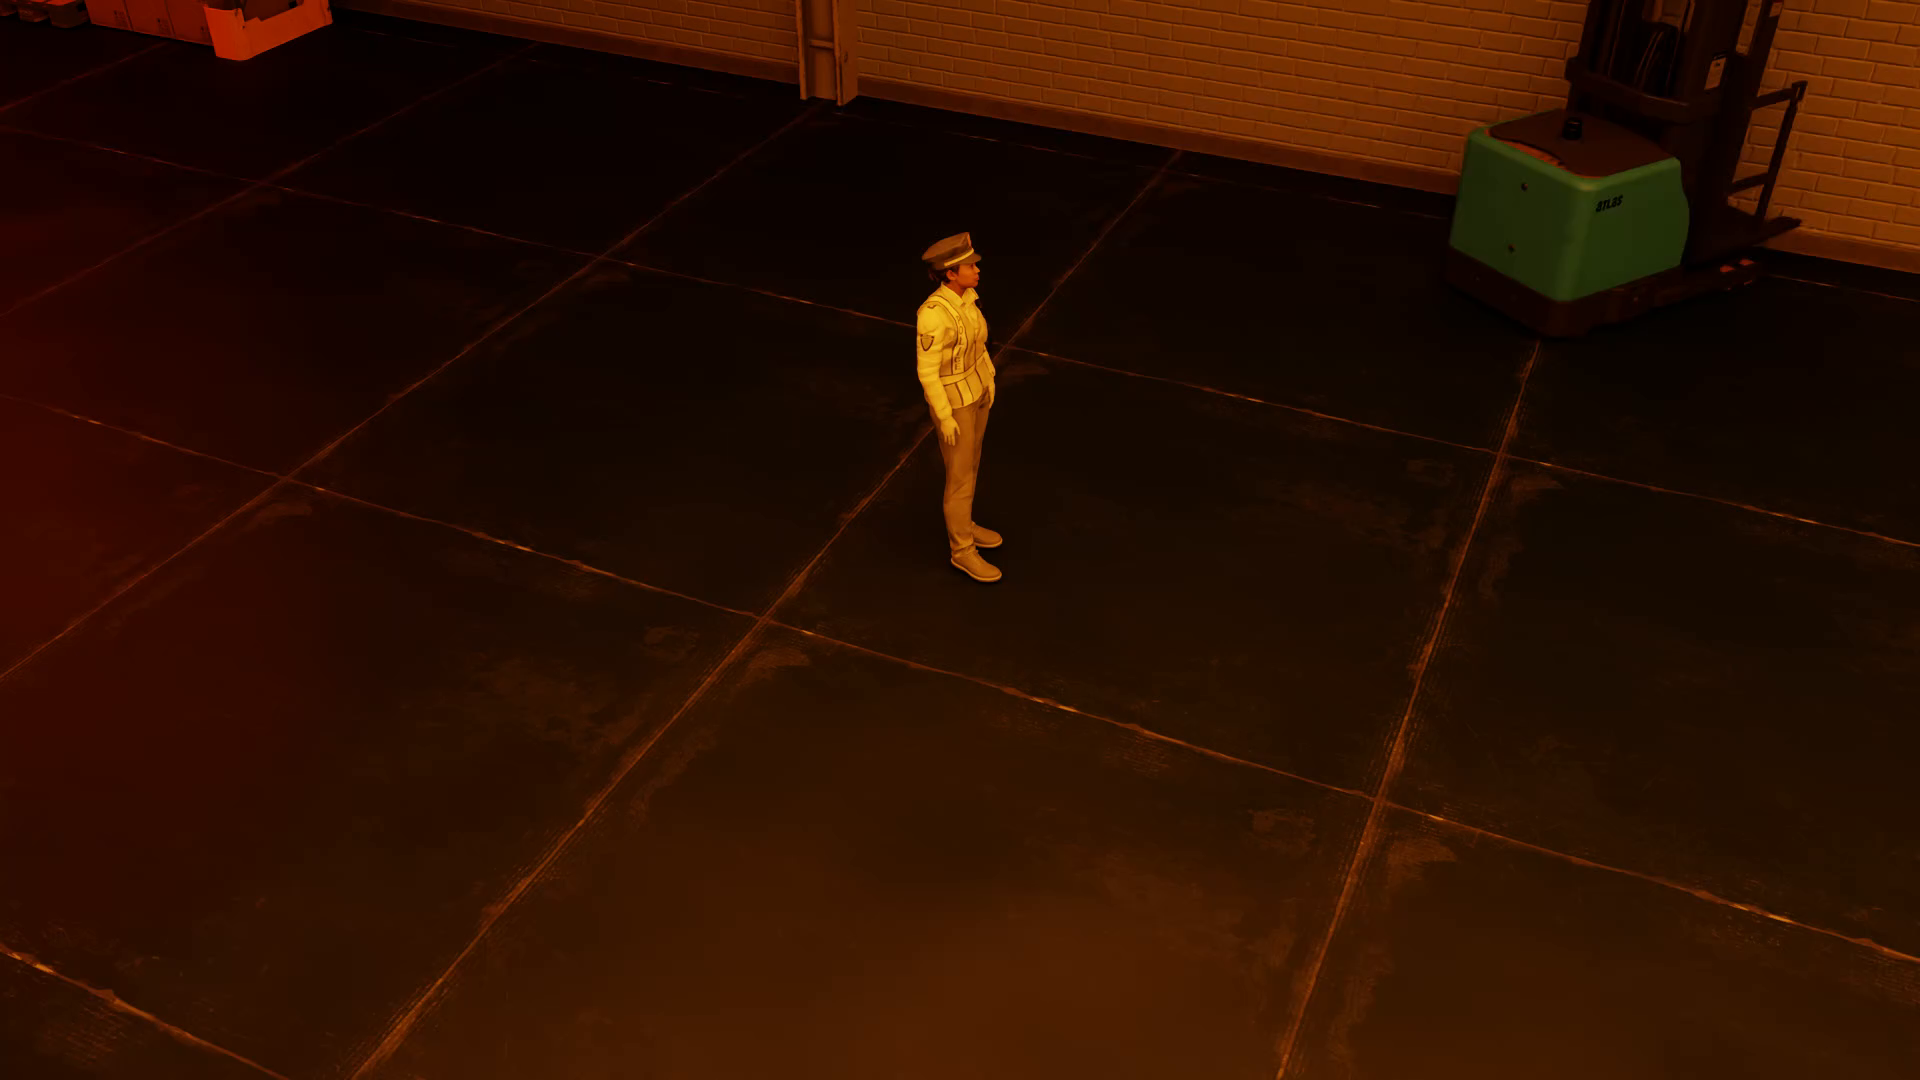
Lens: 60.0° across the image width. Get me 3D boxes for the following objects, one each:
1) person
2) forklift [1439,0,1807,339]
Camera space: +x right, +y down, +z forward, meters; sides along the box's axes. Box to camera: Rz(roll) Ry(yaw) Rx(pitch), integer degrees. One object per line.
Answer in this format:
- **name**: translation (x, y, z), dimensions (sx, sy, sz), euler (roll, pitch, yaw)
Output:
- **person**: translation (0.060, -0.675, 8.086), dimensions (0.530, 1.694, 0.587), euler (15, 38, 20)
- **forklift**: translation (4.678, -3.065, 10.383), dimensions (3.031, 2.935, 1.130), euler (-19, 40, -24)
